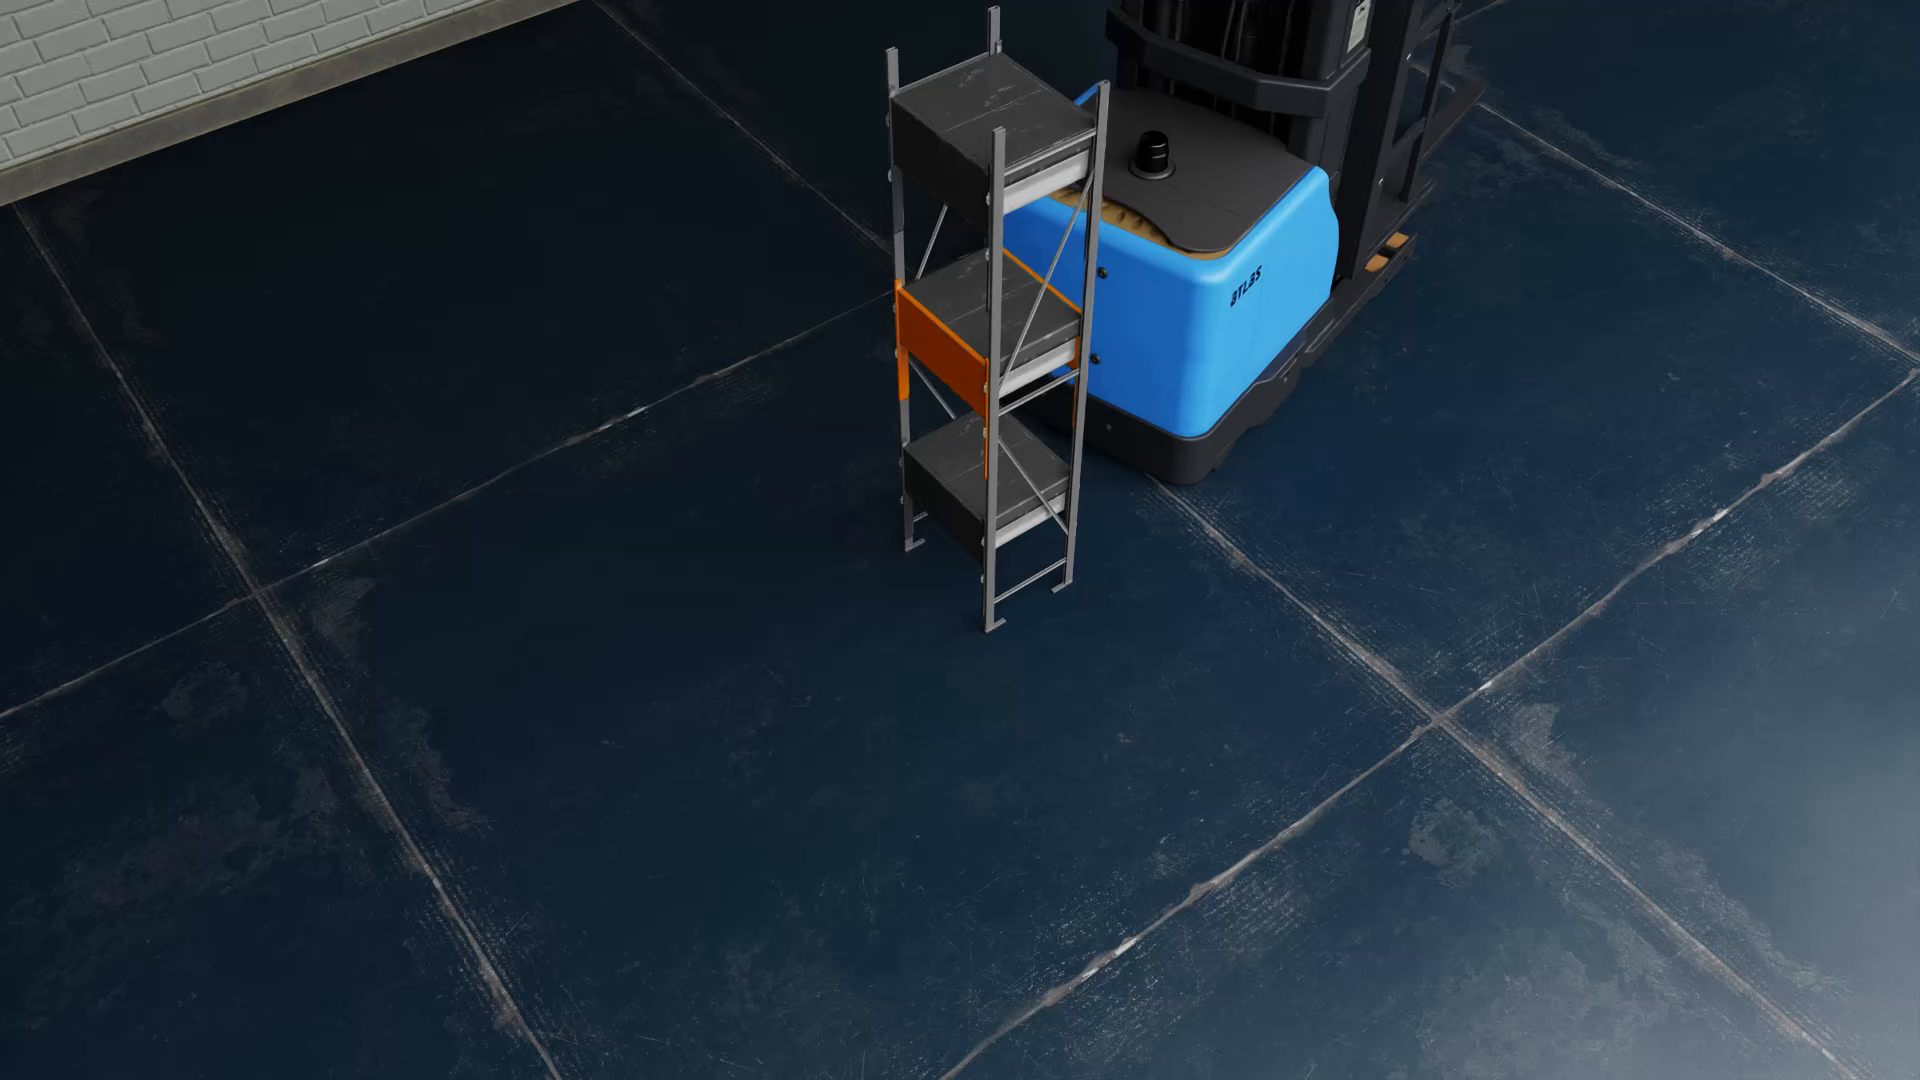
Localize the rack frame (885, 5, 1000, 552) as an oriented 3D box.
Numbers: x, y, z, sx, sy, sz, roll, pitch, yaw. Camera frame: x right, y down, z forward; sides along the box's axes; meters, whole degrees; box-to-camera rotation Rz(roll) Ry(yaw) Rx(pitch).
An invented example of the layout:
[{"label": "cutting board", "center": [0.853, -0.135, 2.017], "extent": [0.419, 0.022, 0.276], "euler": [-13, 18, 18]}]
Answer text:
[{"label": "rack frame", "center": [-0.048, -0.752, 5.514], "extent": [0.400, 2.100, 0.015], "euler": [-29, 54, -24]}]

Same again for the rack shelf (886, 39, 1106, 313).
[{"label": "rack shelf", "center": [0.100, -1.069, 4.875], "extent": [0.431, 0.518, 0.480], "euler": [-29, 54, -24]}]

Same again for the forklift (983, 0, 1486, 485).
[{"label": "forklift", "center": [1.345, -2.249, 6.310], "extent": [1.130, 2.935, 3.031], "euler": [28, 54, 23]}]

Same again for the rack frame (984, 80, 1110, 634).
[{"label": "rack frame", "center": [0.248, -0.464, 5.253], "extent": [0.400, 2.100, 0.015], "euler": [-29, 54, -24]}]

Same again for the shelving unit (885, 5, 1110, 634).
[{"label": "shelving unit", "center": [0.100, -0.608, 5.384], "extent": [0.431, 2.100, 0.503], "euler": [-29, 54, -24]}]

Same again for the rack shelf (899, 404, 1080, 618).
[{"label": "rack shelf", "center": [0.100, -0.128, 5.912], "extent": [0.431, 0.518, 0.480], "euler": [-29, 54, -24]}]

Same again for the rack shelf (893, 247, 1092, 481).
[{"label": "rack shelf", "center": [0.100, -0.598, 5.394], "extent": [0.431, 0.518, 0.480], "euler": [-29, 54, -24]}]
